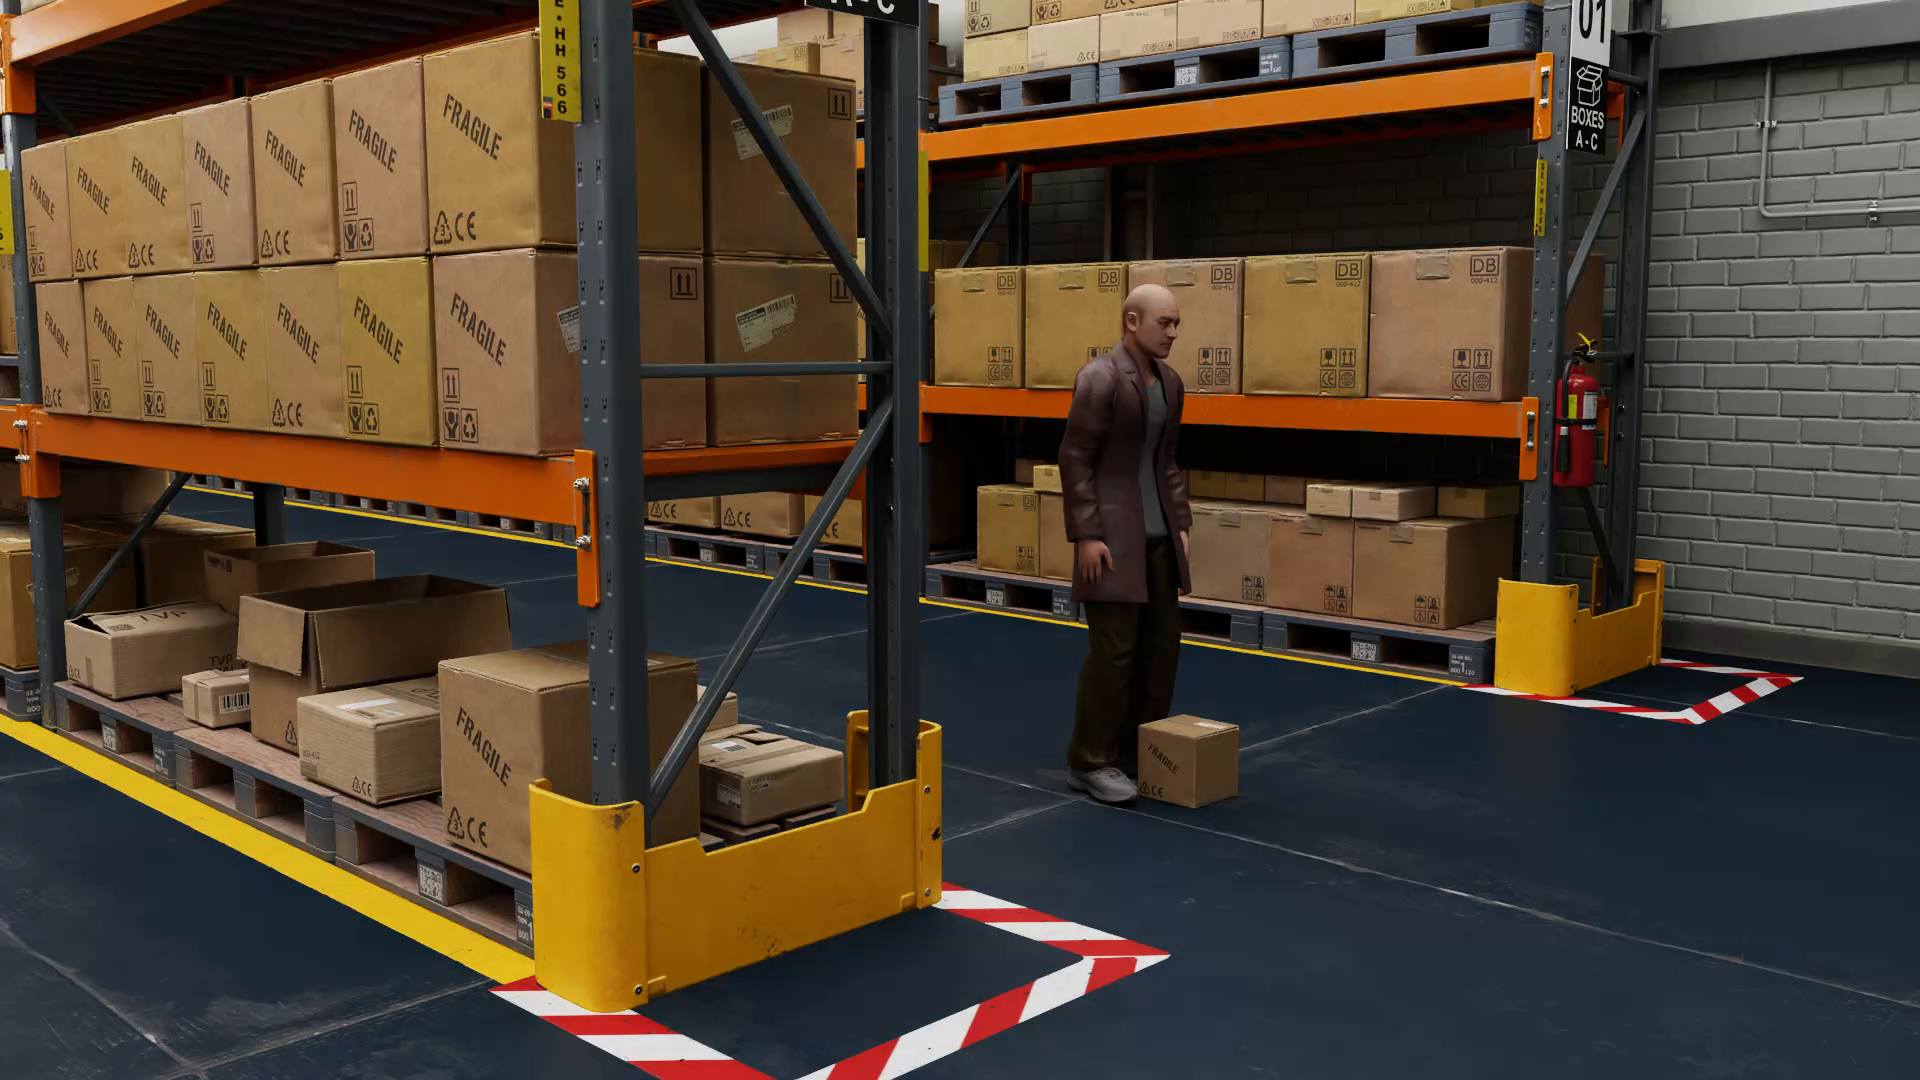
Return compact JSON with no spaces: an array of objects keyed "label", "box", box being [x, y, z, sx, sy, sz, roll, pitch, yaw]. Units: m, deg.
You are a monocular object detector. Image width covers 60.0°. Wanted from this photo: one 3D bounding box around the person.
[{"label":"person","box":[0.606,-0.006,5.868,0.427,1.773,0.640,6,9,43]}]
